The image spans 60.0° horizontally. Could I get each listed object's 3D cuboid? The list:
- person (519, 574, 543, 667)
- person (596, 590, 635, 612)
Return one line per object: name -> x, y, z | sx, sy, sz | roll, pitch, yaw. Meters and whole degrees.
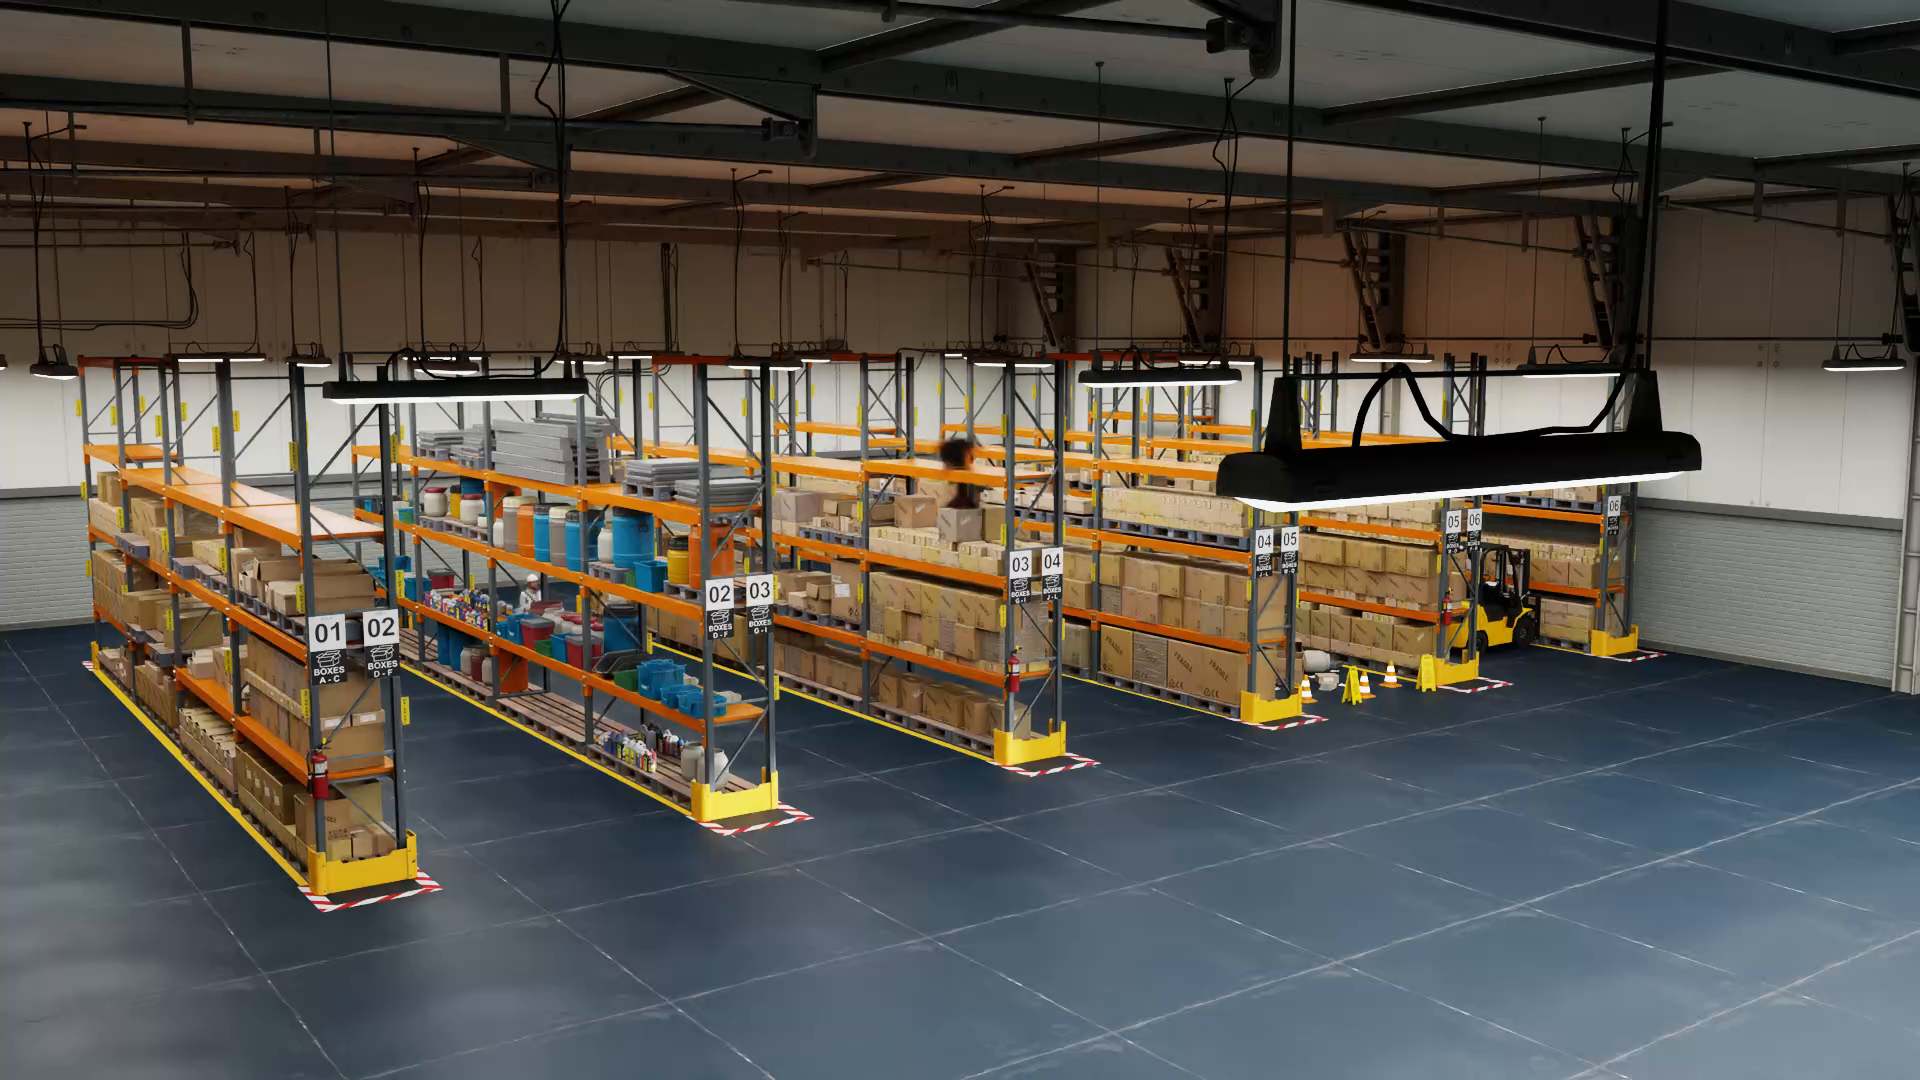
person -> -8.242, 1.561, 32.170 | 0.616, 1.825, 0.833 | -6, 9, -39
person -> -6.955, 1.455, 33.566 | 0.728, 1.590, 1.076 | -3, 7, -21
